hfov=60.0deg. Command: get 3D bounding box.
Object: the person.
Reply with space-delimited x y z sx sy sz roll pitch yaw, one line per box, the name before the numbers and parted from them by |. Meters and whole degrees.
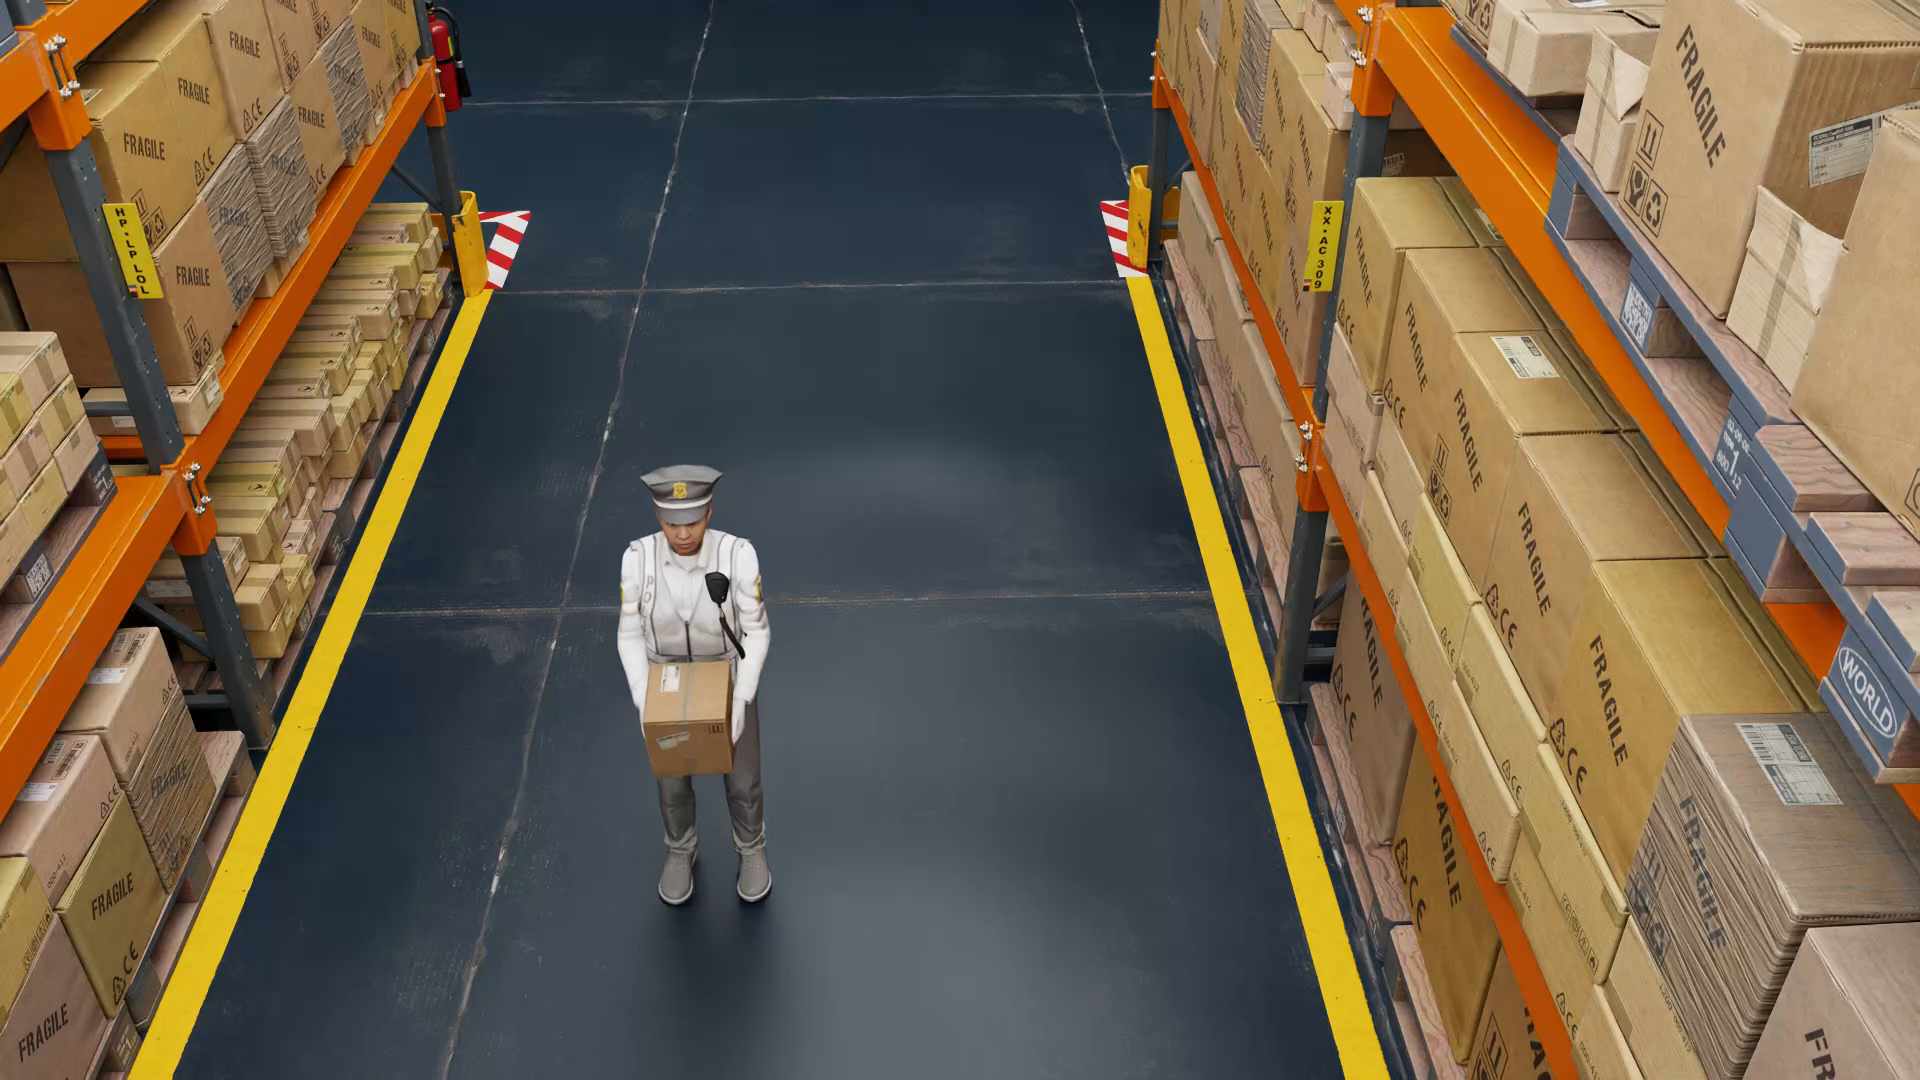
person | -0.844 0.521 5.386 0.489 1.691 0.489 -2 35 -3
